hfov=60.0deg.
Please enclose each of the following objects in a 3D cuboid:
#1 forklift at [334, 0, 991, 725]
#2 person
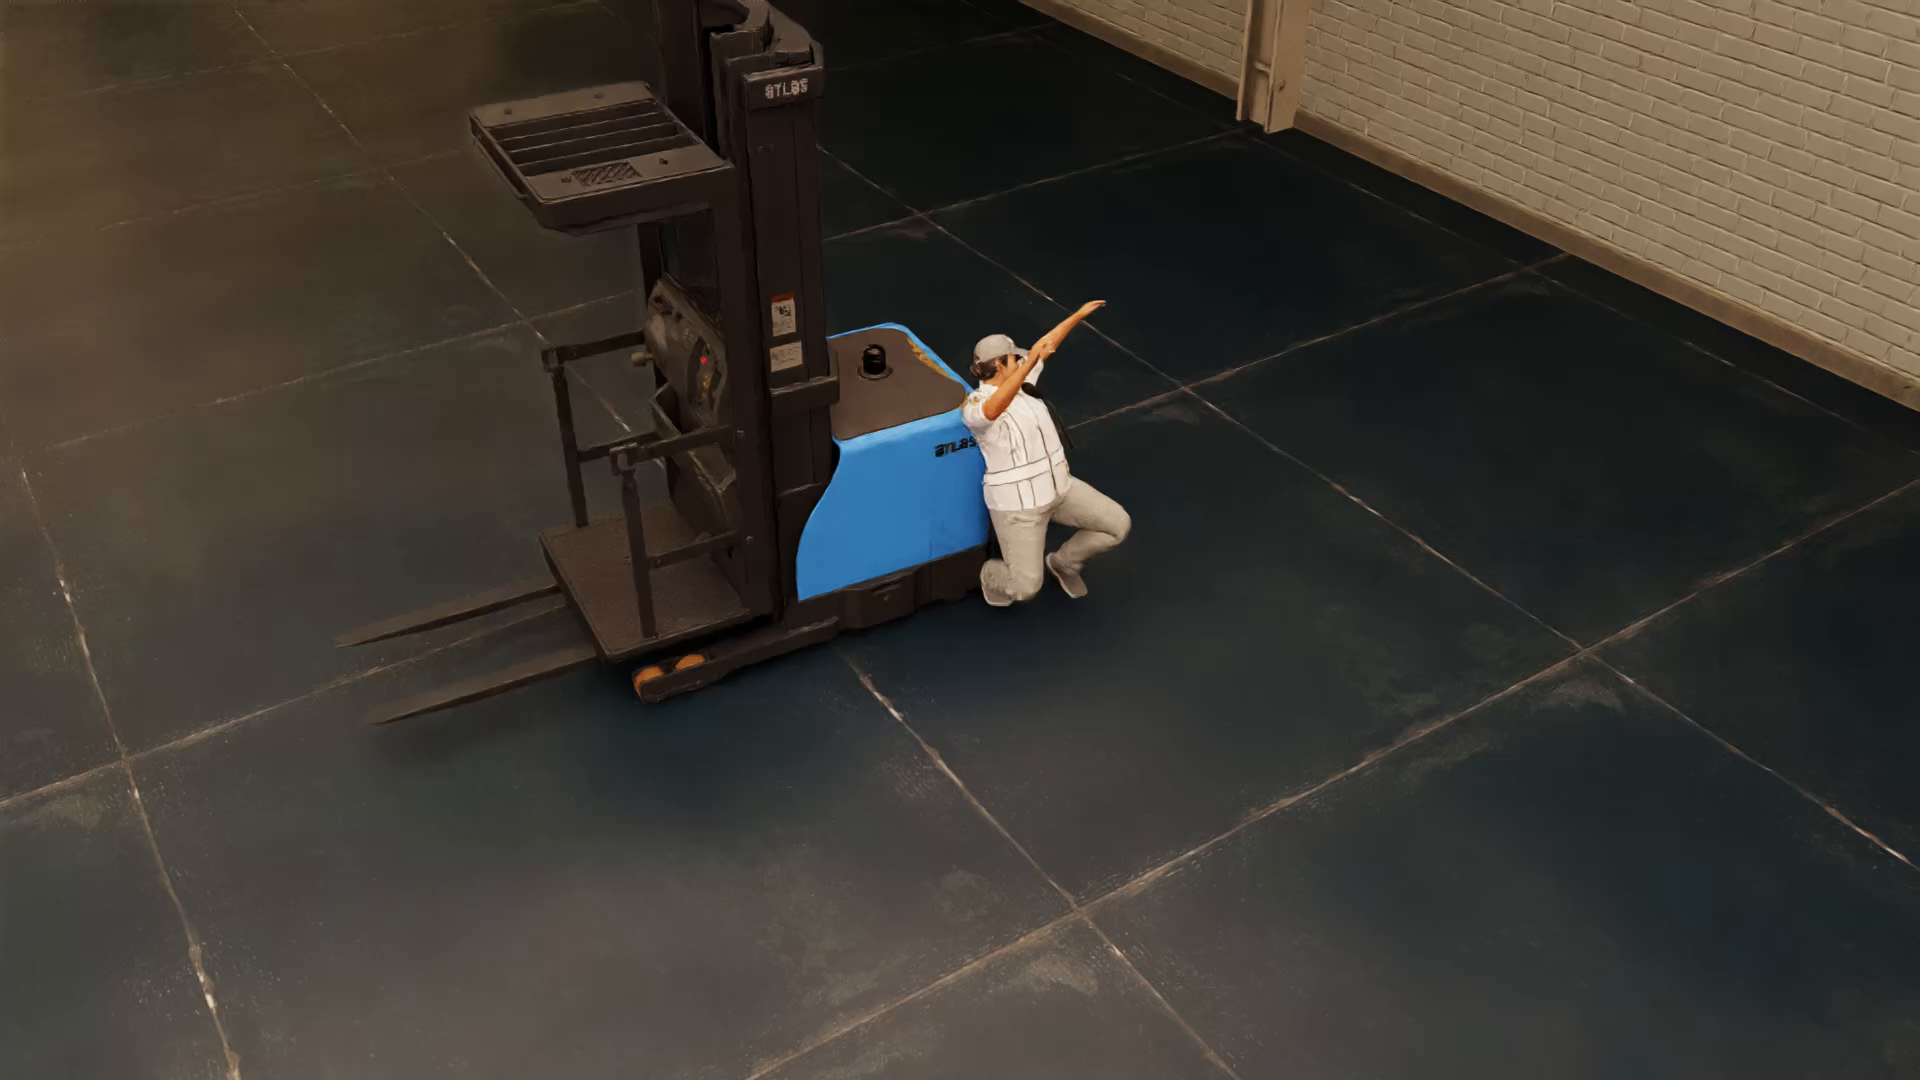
[{"bbox_3d":[-1.391,-0.799,7.284,3.031,2.935,1.130,-17,39,-23],"label":"forklift"},{"bbox_3d":[0.474,-0.390,7.926,0.777,1.576,1.012,27,43,33],"label":"person"}]
